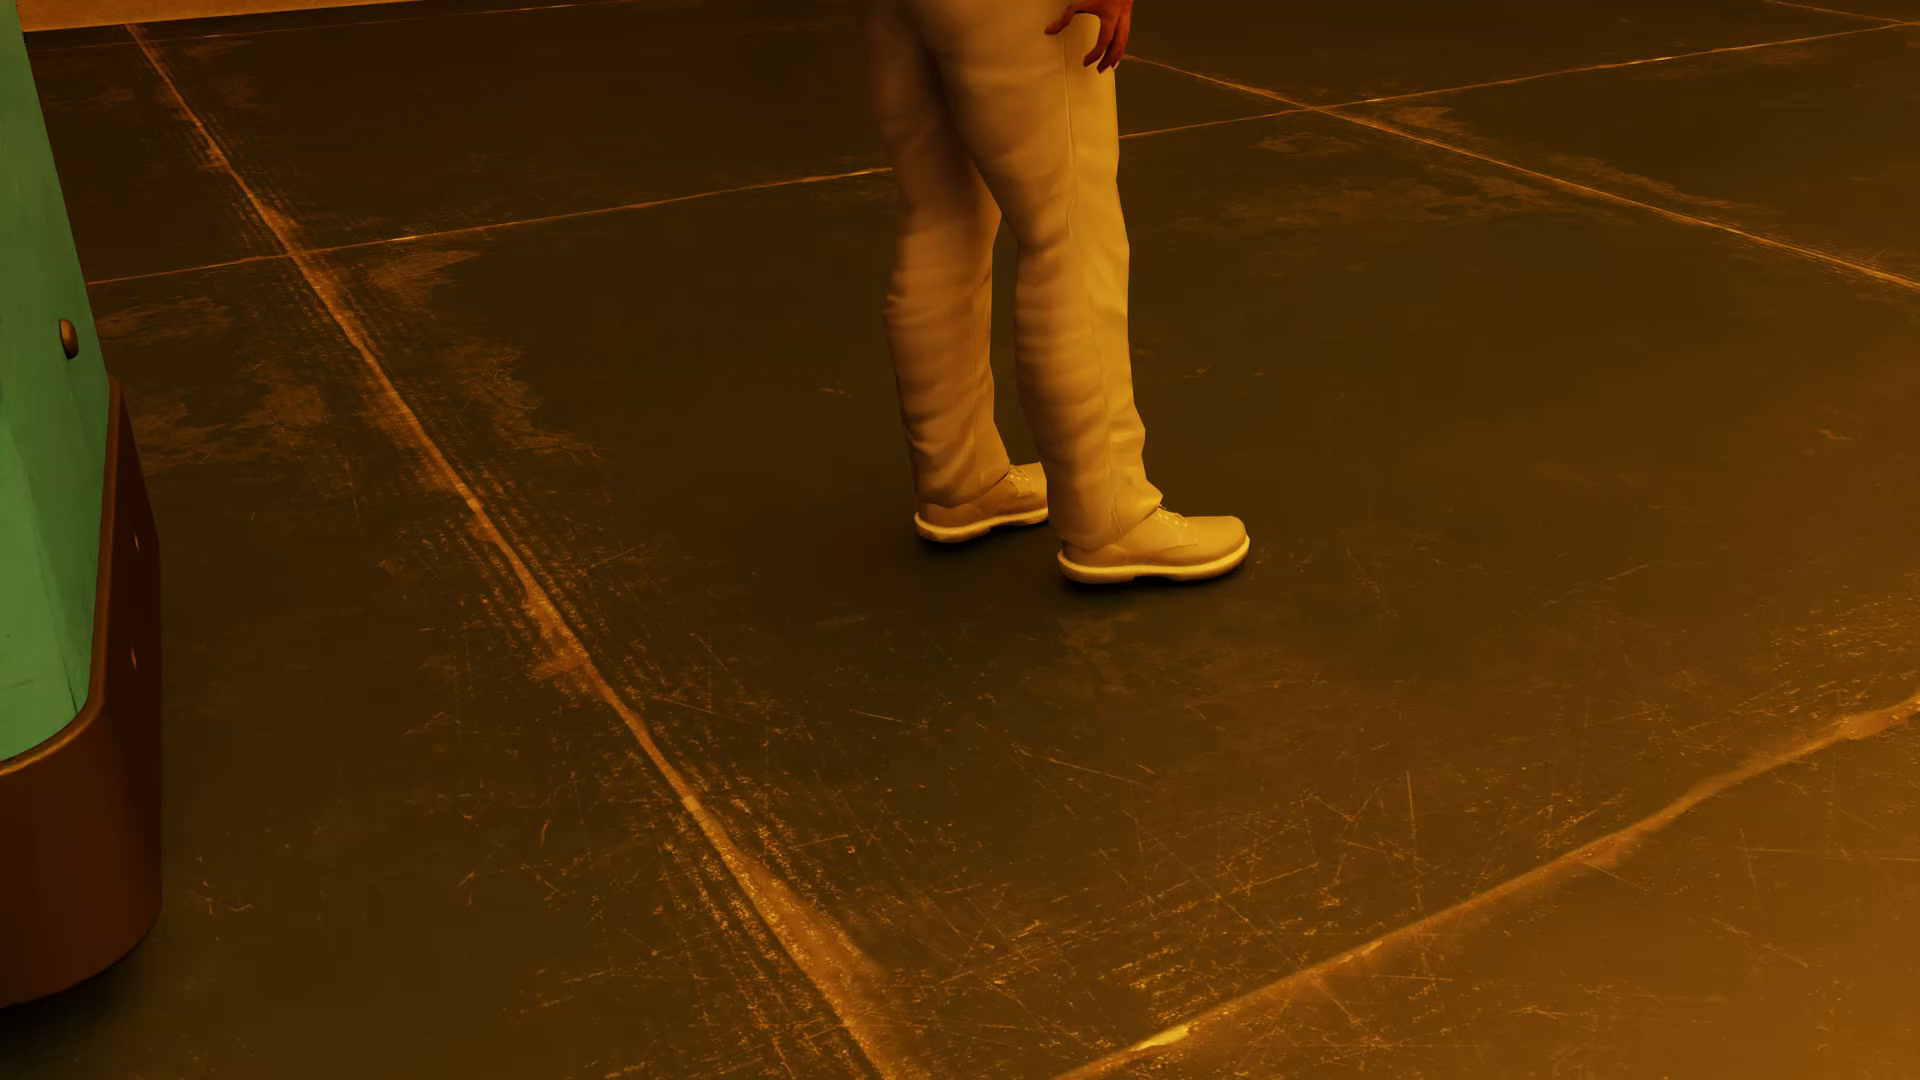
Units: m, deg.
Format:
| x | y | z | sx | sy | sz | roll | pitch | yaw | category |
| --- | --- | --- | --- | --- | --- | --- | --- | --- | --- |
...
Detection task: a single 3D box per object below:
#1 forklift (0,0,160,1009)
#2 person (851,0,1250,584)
| x | y | z | sx | sy | sz | roll | pitch | yaw | category |
| --- | --- | --- | --- | --- | --- | --- | --- | --- | --- |
| -2.345 | -0.789 | 0.816 | 3.031 | 2.935 | 1.130 | -11 | 29 | -21 | forklift |
| 0.075 | -0.770 | 2.132 | 0.528 | 1.693 | 0.569 | -15 | 30 | -26 | person |
